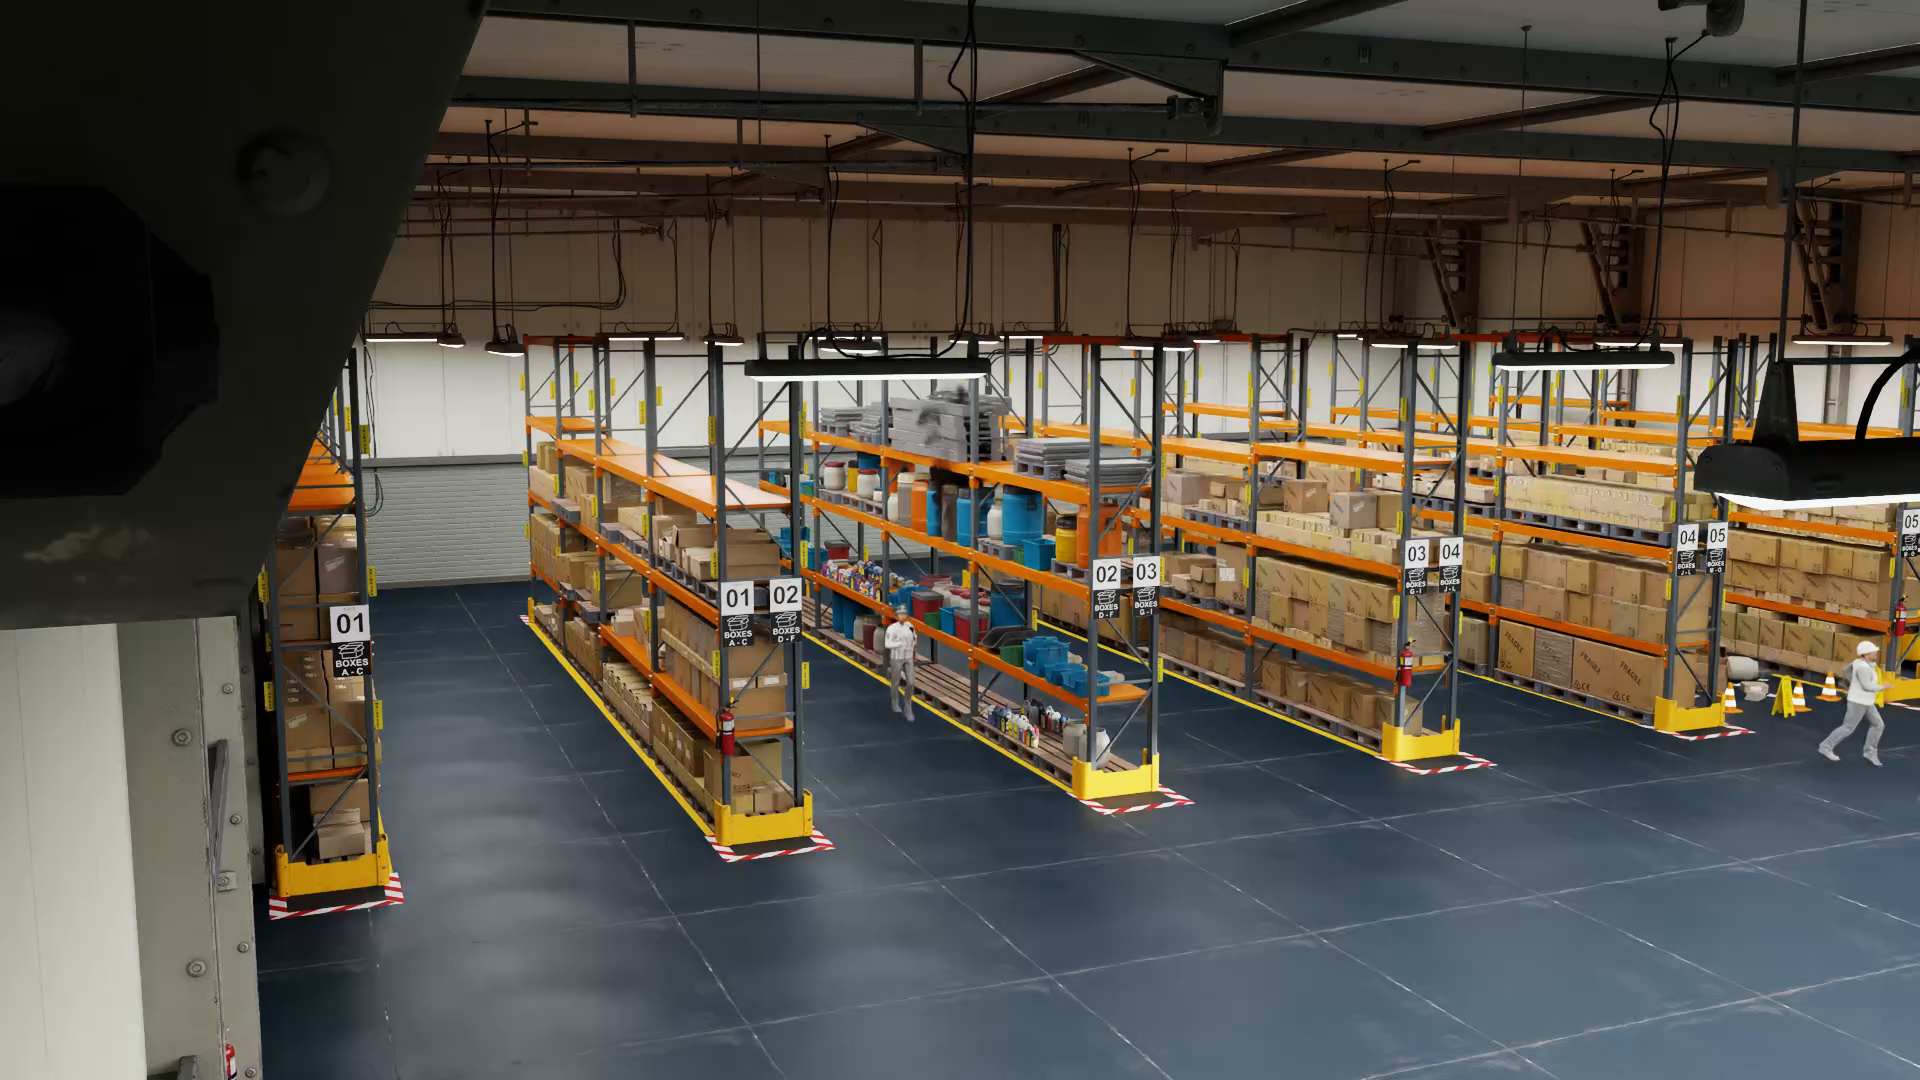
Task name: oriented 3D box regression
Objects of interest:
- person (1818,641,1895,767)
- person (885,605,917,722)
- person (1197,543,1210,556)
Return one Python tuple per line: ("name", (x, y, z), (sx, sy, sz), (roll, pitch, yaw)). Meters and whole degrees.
("person", (12.756, 2.324, 23.634), (0.900, 1.823, 0.664), (4, 9, 30))
("person", (-0.860, 1.866, 25.295), (0.592, 1.788, 0.666), (-3, 8, -21))
("person", (6.020, -0.068, 41.738), (1.010, 1.681, 0.752), (7, 11, 44))
